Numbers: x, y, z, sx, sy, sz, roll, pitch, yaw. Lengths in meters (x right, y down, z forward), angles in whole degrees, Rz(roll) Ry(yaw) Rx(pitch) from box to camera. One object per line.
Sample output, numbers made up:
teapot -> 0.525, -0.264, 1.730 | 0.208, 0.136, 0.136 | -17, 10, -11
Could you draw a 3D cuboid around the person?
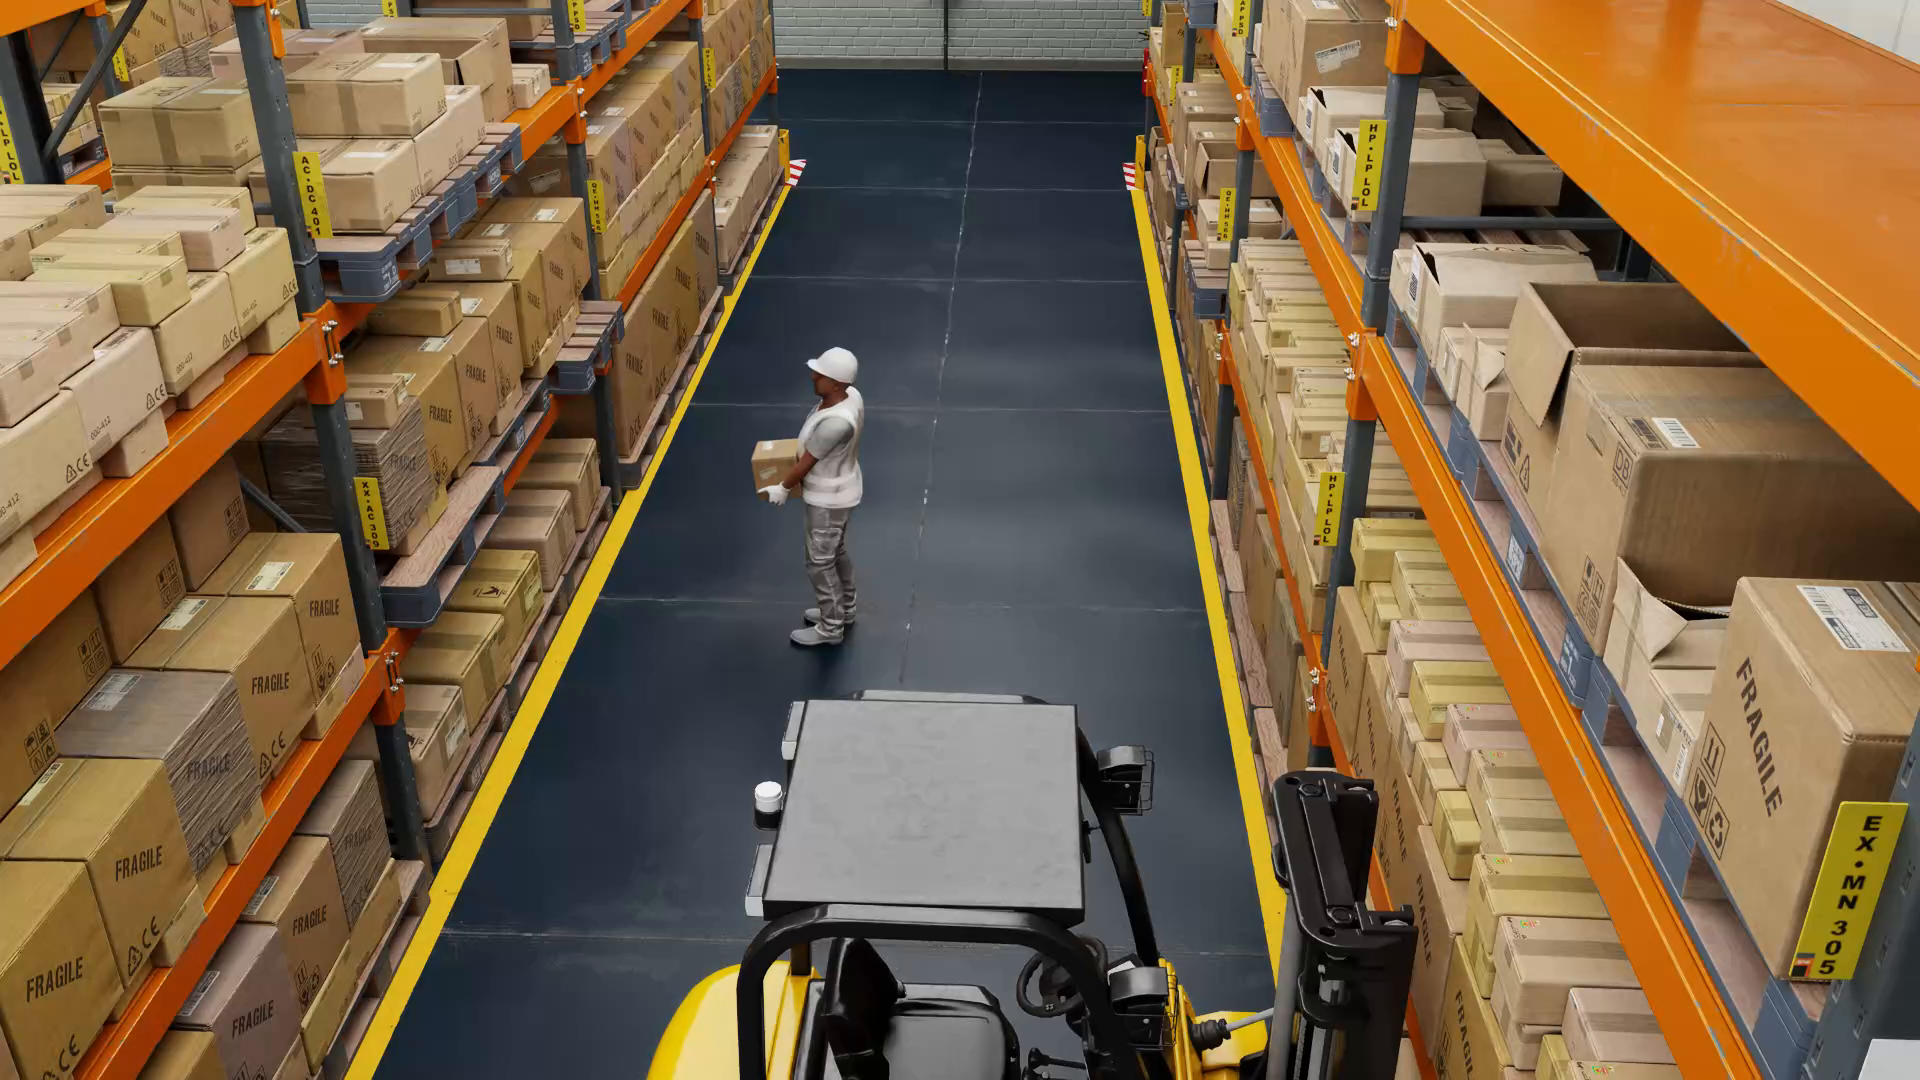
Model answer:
person -> -0.823, -0.242, 9.303 | 0.584, 1.778, 0.487 | 1, 28, 2
